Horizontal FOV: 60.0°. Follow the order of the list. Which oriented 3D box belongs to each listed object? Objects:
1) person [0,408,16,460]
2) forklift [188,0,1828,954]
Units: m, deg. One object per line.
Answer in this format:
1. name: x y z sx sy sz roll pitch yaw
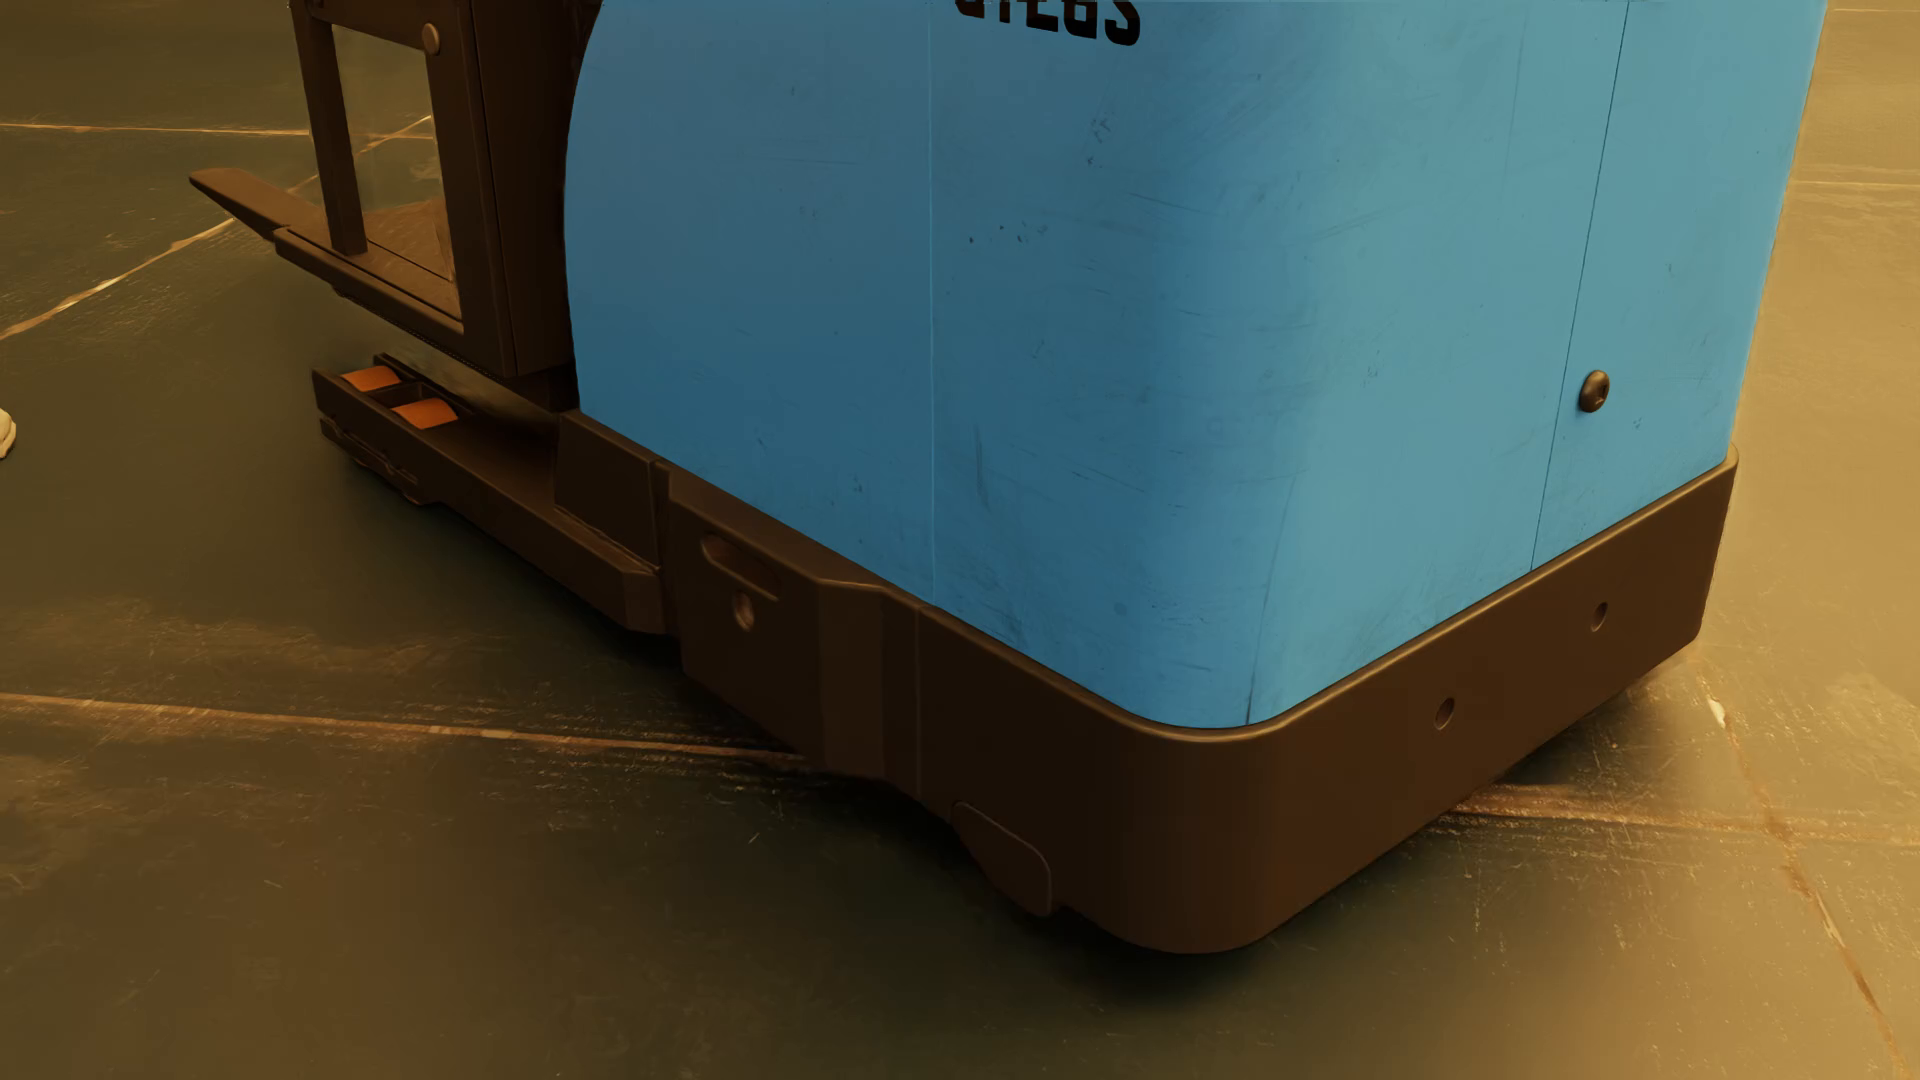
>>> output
1. person: -1.823 -0.910 2.325 0.580 1.794 0.330 1 27 2
2. forklift: -0.406 -1.499 2.221 1.130 2.935 3.031 -22 34 -37
